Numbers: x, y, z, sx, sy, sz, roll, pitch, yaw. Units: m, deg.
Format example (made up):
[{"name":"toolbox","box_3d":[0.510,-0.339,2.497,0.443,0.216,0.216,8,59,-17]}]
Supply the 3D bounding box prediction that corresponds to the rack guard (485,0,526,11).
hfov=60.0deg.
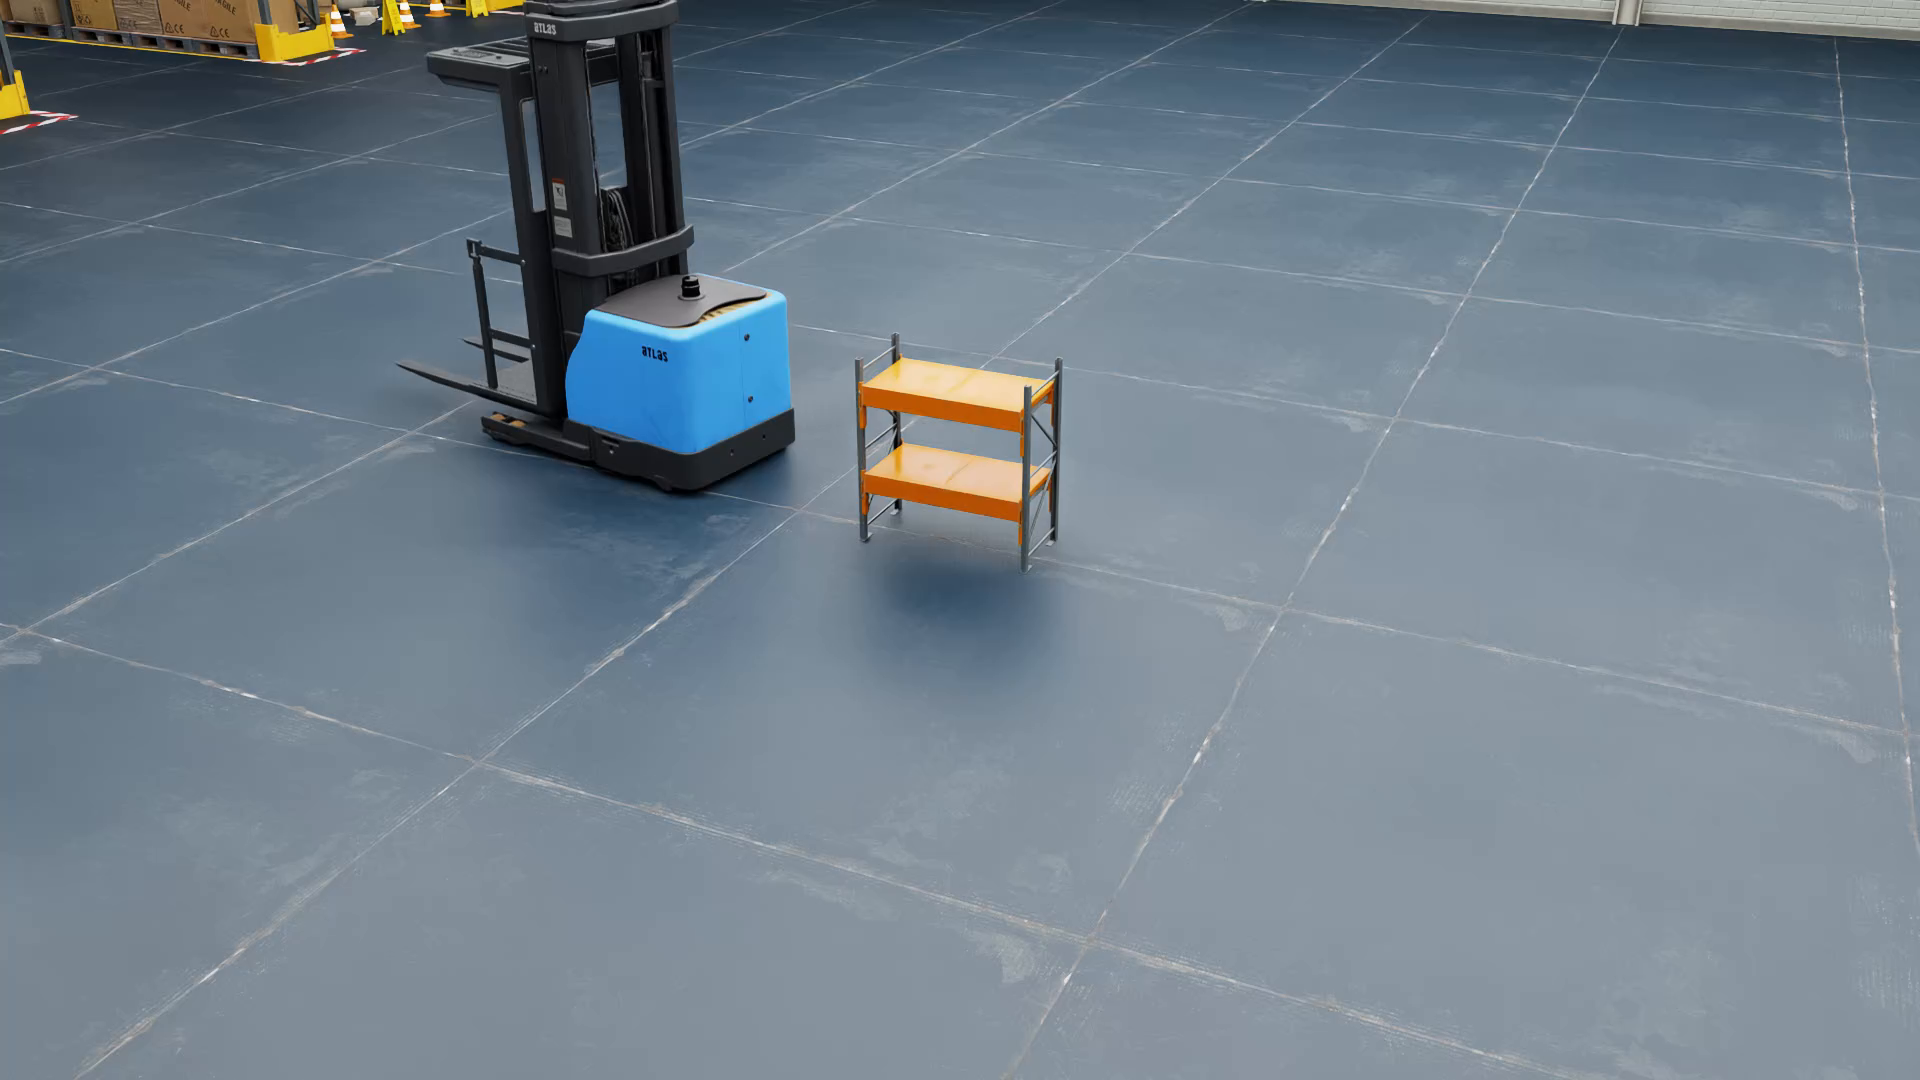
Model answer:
[{"name":"rack guard","box_3d":[-7.667,-9.246,27.963,0.348,0.500,1.175,11,28,22]}]

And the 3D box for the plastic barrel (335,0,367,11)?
[{"name":"plastic barrel","box_3d":[-10.105,-8.967,27.483,0.512,0.421,0.421,-12,29,-23]}]

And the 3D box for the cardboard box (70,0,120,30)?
[{"name":"cardboard box","box_3d":[-12.653,-8.168,24.874,0.875,0.875,0.875,12,29,23]}]

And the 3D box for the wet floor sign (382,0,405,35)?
[{"name":"wet floor sign","box_3d":[-8.709,-8.079,25.429,0.232,0.644,0.267,6,27,13]}]

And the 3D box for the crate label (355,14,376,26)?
[{"name":"crate label","box_3d":[-9.415,-8.239,26.330,0.298,0.136,0.250,-2,26,-5]}]

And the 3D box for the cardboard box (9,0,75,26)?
[{"name":"cardboard box","box_3d":[-13.799,-8.332,25.350,0.750,0.750,1.050,11,28,22]}]

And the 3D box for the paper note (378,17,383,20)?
[{"name":"paper note","box_3d":[-9.283,-8.394,26.764,0.142,0.019,0.148,2,26,4]}]

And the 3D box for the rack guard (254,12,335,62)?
[{"name":"rack guard","box_3d":[-9.533,-7.219,23.846,0.348,0.500,1.175,11,28,22]}]

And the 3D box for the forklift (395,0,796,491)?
[{"name":"forklift","box_3d":[-2.580,-2.111,10.719,3.031,2.935,1.130,17,31,31]}]

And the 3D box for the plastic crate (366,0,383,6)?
[{"name":"plastic crate","box_3d":[-10.150,-9.158,28.261,0.583,0.080,0.402,2,26,4]}]

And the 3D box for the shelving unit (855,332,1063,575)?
[{"name":"shelving unit","box_3d":[-0.006,-0.506,9.504,1.048,1.125,0.538,11,28,22]}]

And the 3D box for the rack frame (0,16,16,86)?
[{"name":"rack frame","box_3d":[-11.700,-6.369,19.290,0.127,3.000,1.000,11,28,22]}]

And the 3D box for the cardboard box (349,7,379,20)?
[{"name":"cardboard box","box_3d":[-9.627,-8.502,26.850,0.380,0.149,0.250,-18,31,-31]}]

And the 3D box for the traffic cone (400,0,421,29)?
[{"name":"traffic cone","box_3d":[-8.674,-8.267,26.017,0.334,0.463,0.336,11,28,22]}]

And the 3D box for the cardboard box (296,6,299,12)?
[{"name":"cardboard box","box_3d":[-11.100,-8.765,26.830,0.503,0.637,0.797,11,28,22]}]

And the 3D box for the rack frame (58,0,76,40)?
[{"name":"rack frame","box_3d":[-13.196,-9.076,24.788,0.127,3.000,1.000,11,28,22]}]

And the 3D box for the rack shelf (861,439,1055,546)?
[{"name":"rack shelf","box_3d":[-0.006,-0.287,9.612,1.000,0.278,0.538,11,28,22]}]

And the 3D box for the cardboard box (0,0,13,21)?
[{"name":"cardboard box","box_3d":[-14.675,-8.510,25.711,0.750,0.750,1.050,11,28,22]}]

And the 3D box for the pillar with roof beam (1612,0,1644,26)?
[{"name":"pillar with roof beam","box_3d":[8.796,-10.509,20.907,0.400,9.000,9.100,11,28,22]}]

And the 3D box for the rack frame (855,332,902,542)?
[{"name":"rack frame","box_3d":[-0.469,-0.599,9.693,0.032,1.125,0.500,11,28,22]}]

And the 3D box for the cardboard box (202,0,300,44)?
[{"name":"cardboard box","box_3d":[-10.200,-7.677,23.877,0.875,0.875,0.875,12,28,22]}]

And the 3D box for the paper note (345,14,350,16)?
[{"name":"paper note","box_3d":[-9.994,-8.604,27.205,0.142,0.019,0.148,23,35,39]}]

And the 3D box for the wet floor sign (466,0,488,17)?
[{"name":"wet floor sign","box_3d":[-7.868,-8.832,26.959,0.232,0.644,0.267,23,35,39]}]

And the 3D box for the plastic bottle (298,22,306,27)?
[{"name":"plastic bottle","box_3d":[-10.454,-8.110,26.153,0.283,0.061,0.133,2,26,4]}]

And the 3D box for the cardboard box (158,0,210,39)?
[{"name":"cardboard box","box_3d":[-11.002,-7.837,24.202,0.875,0.875,0.875,11,28,21]}]

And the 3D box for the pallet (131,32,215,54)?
[{"name":"pallet","box_3d":[-11.422,-7.432,24.606,1.213,0.211,1.003,11,28,22]}]

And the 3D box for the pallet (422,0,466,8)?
[{"name":"pallet","box_3d":[-8.392,-9.279,28.358,1.213,0.211,1.003,11,28,22]}]

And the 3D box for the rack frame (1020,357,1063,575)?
[{"name":"rack frame","box_3d":[0.457,-0.413,9.315,0.032,1.125,0.500,11,28,22]}]

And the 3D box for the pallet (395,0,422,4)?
[{"name":"pallet","box_3d":[-9.499,-9.503,28.812,1.213,0.211,1.003,11,28,22]}]

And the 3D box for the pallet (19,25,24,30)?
[{"name":"pallet","box_3d":[-15.045,-8.158,26.081,1.213,0.211,1.003,11,28,22]}]

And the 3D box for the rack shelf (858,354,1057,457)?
[{"name":"rack shelf","box_3d":[-0.006,-0.768,9.375,1.000,0.278,0.538,11,28,22]}]

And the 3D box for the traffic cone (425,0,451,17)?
[{"name":"traffic cone","box_3d":[-8.524,-8.775,27.050,0.334,0.463,0.336,11,28,22]}]

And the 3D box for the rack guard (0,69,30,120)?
[{"name":"rack guard","box_3d":[-11.769,-5.261,19.870,0.348,0.500,1.175,11,28,22]}]

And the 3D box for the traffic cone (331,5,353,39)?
[{"name":"traffic cone","box_3d":[-9.451,-7.875,25.220,0.334,0.463,0.336,11,28,22]}]

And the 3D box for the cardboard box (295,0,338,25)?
[{"name":"cardboard box","box_3d":[-10.245,-8.537,26.519,0.637,0.503,0.797,-7,27,-14]}]

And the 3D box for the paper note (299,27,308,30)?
[{"name":"paper note","box_3d":[-10.242,-7.974,25.913,0.142,0.017,0.144,23,35,39]}]

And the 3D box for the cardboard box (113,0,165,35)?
[{"name":"cardboard box","box_3d":[-11.831,-8.005,24.543,0.875,0.875,0.875,12,28,22]}]

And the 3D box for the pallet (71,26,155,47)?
[{"name":"pallet","box_3d":[-12.537,-7.654,25.058,1.213,0.211,1.003,11,28,22]}]

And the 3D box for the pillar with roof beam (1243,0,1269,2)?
[{"name":"pillar with roof beam","box_3d":[3.334,-11.606,23.136,0.400,9.000,9.100,11,28,22]}]

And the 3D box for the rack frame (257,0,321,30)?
[{"name":"rack frame","box_3d":[-9.555,-8.345,23.303,0.127,3.000,1.000,11,28,22]}]

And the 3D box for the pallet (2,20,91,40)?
[{"name":"pallet","box_3d":[-13.930,-7.936,25.629,1.213,0.211,1.003,11,28,22]}]

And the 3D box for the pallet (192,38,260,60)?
[{"name":"pallet","box_3d":[-10.315,-7.208,24.152,1.213,0.211,1.003,11,28,22]}]
